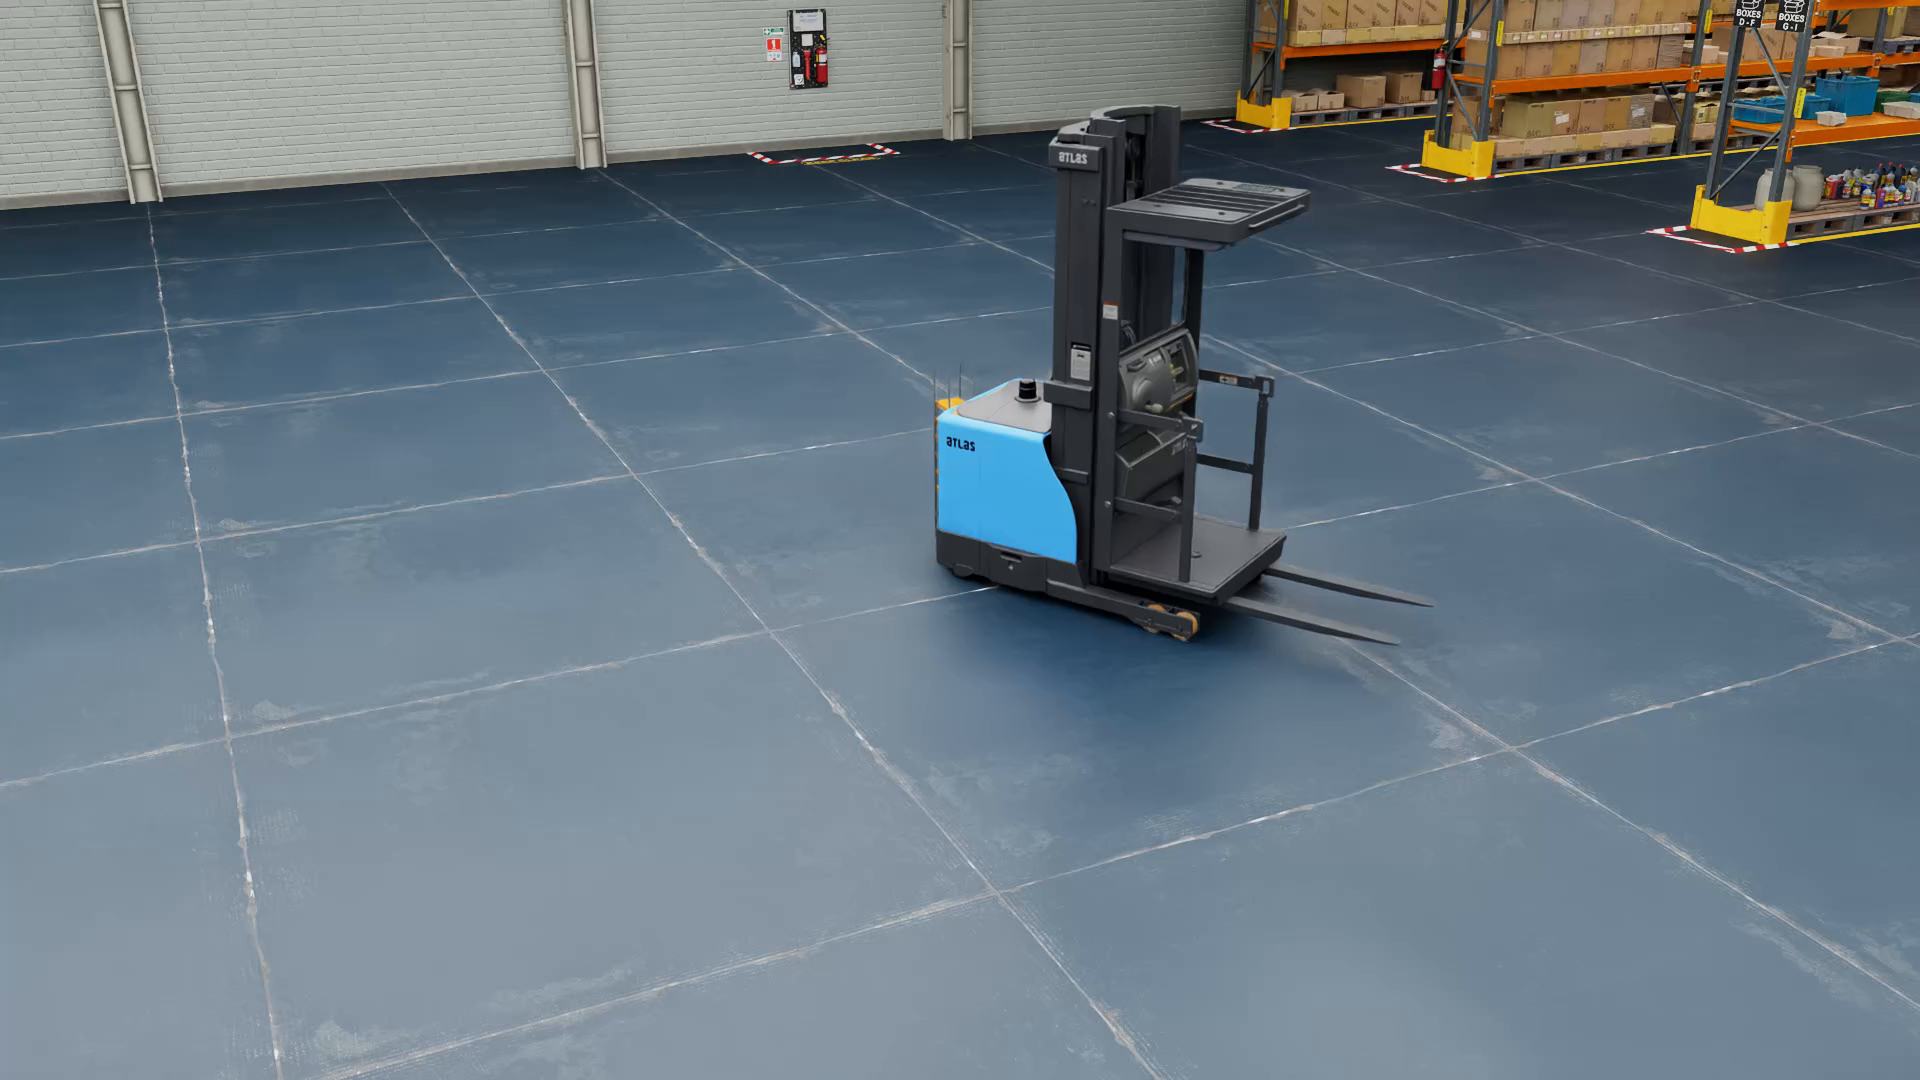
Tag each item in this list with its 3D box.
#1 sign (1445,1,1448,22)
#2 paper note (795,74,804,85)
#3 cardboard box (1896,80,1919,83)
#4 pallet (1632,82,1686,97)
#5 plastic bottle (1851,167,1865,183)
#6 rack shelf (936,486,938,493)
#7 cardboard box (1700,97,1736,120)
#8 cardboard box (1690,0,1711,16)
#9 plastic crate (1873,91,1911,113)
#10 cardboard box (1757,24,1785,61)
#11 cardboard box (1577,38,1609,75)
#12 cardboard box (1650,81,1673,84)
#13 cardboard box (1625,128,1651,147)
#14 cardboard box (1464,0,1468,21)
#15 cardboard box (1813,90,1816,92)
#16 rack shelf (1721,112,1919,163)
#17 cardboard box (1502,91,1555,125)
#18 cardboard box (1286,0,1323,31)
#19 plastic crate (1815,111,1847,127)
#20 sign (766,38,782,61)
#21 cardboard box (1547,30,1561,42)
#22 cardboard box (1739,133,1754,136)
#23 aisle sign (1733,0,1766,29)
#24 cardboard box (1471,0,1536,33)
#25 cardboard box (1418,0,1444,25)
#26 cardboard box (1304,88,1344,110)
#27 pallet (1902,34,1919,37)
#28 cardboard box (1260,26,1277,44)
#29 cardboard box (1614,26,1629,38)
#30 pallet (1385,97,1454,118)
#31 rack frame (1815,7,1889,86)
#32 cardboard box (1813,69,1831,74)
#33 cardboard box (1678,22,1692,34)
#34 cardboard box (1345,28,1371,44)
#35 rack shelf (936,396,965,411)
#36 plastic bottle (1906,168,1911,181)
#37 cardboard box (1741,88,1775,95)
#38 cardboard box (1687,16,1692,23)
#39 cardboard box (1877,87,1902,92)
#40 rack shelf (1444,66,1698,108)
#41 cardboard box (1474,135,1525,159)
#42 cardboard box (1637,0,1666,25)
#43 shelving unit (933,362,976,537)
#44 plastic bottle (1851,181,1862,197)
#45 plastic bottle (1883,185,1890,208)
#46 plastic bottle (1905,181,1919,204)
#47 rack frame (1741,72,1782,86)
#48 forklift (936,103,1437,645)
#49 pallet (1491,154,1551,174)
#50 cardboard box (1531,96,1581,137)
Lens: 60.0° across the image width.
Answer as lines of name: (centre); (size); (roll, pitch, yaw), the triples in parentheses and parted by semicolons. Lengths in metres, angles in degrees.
sign: (7.033, -7.619, 23.911); (0.005, 0.325, 0.100); (-10, 25, -24)
paper note: (-2.479, -7.102, 25.636); (0.142, 0.148, 0.016); (-10, 25, -24)
cardboard box: (16.142, -7.572, 28.313); (0.500, 0.500, 0.500); (-11, 25, -26)
pallet: (13.056, -8.635, 31.836); (1.213, 0.211, 1.003); (-10, 25, -24)
plastic bottle: (11.545, -4.628, 21.397); (0.185, 0.351, 0.144); (-11, 25, -24)
rack shelf: (-0.037, -0.295, 11.136); (0.180, 0.103, 0.258); (-11, 25, -24)
cardboard box: (11.794, -6.696, 25.816); (0.500, 0.311, 0.500); (-11, 25, -24)
cardboard box: (13.785, -10.170, 31.351); (0.500, 0.500, 0.500); (-11, 25, -24)
plastic crate: (11.659, -5.516, 20.930); (0.662, 0.188, 0.450); (-10, 25, -24)
cardboard box: (12.485, -7.787, 26.010); (0.500, 0.500, 0.500); (-10, 25, -24)
cardboard box: (9.076, -7.162, 24.500); (0.500, 0.500, 0.700); (-10, 24, -22)
cardboard box: (13.032, -9.097, 31.565); (0.750, 0.750, 0.750); (-11, 25, -24)
cardboard box: (10.082, -6.141, 25.209); (0.500, 0.250, 0.500); (-10, 25, -24)
cardboard box: (9.182, -9.478, 29.518); (0.500, 0.500, 0.700); (-10, 25, -23)
cardboard box: (14.099, -7.123, 26.850); (0.500, 0.311, 0.500); (-10, 24, -22)
rack shelf: (11.203, -5.077, 20.534); (4.000, 0.370, 1.077); (-10, 25, -24)
cardboard box: (8.505, -6.418, 24.898); (0.500, 0.500, 0.500); (-10, 25, -24)
cardboard box: (5.665, -8.754, 27.666); (0.500, 0.500, 0.500); (-10, 25, -24)
plastic crate: (10.347, -4.994, 19.736); (0.250, 0.136, 0.298); (-10, 25, -24)
sign: (-2.833, -7.475, 25.338); (0.234, 0.329, 0.001); (-10, 25, -24)
cardboard box: (8.393, -7.249, 23.861); (0.250, 0.149, 0.380); (-11, 25, -24)
cardboard box: (12.258, -6.525, 26.138); (0.500, 0.250, 0.500); (-11, 25, -25)
aisle sign: (9.207, -6.369, 19.316); (0.004, 0.787, 0.394); (-10, 25, -24)
cardboard box: (7.730, -7.513, 23.651); (0.500, 0.500, 0.700); (-10, 25, -23)
cardboard box: (7.969, -9.172, 28.676); (0.500, 0.500, 0.500); (-11, 25, -24)
cardboard box: (6.280, -7.631, 28.704); (0.500, 0.311, 0.500); (-8, 24, -19)
pallet: (16.215, -8.348, 27.746); (1.213, 0.211, 1.003); (-10, 25, -24)
cardboard box: (5.441, -8.576, 28.217); (0.500, 0.250, 0.500); (-10, 25, -23)
cardboard box: (9.563, -7.466, 24.385); (0.250, 0.149, 0.380); (-10, 24, -22)
pallet: (8.118, -7.744, 29.681); (1.213, 0.211, 1.003); (-10, 25, -24)
rack frame: (14.464, -8.112, 26.926); (0.127, 3.000, 1.000); (-10, 25, -24)
cardboard box: (17.089, -9.693, 33.463); (0.500, 0.500, 0.700); (-11, 25, -24)
cardboard box: (10.708, -7.676, 24.893); (0.250, 0.149, 0.380); (-10, 25, -24)
cardboard box: (6.605, -8.577, 28.218); (0.500, 0.250, 0.500); (-11, 25, -24)
rack shelf: (-0.037, -0.850, 10.907); (0.180, 0.103, 0.258); (-11, 25, -24)
plastic bottle: (12.295, -4.688, 21.630); (0.133, 0.283, 0.061); (-10, 25, -24)
cardboard box: (12.935, -7.136, 26.879); (0.500, 0.311, 0.500); (-11, 25, -25)
cardboard box: (13.620, -9.871, 31.477); (0.250, 0.149, 0.380); (-10, 24, -22)
cardboard box: (14.998, -7.138, 27.265); (0.500, 0.500, 0.500); (-9, 24, -21)
rack shelf: (9.058, -6.785, 24.660); (4.000, 0.370, 1.077); (-10, 25, -24)
cardboard box: (7.835, -5.721, 24.196); (0.500, 0.250, 0.500); (-10, 25, -24)
cardboard box: (10.008, -7.935, 24.670); (0.500, 0.500, 0.700); (-10, 25, -24)
shelving unit: (-0.037, -0.558, 11.028); (0.189, 1.200, 0.258); (-11, 25, -24)
plastic bottle: (11.469, -4.494, 21.268); (0.097, 0.201, 0.097); (0, 22, 0)
plastic bottle: (11.478, -4.271, 20.637); (0.097, 0.271, 0.097); (0, 22, 0)
plastic bottle: (11.938, -4.369, 20.869); (0.135, 0.276, 0.152); (-10, 24, -23)
rack frame: (15.917, -10.483, 32.652); (0.127, 3.000, 1.000); (-10, 25, -24)
forklift: (1.359, -0.993, 9.816); (3.031, 2.935, 1.130); (14, 26, 31)
pallet: (7.927, -5.638, 24.595); (1.213, 0.211, 1.003); (-10, 25, -24)
cardboard box: (8.730, -6.239, 24.465); (0.500, 0.500, 0.500); (-10, 25, -24)
